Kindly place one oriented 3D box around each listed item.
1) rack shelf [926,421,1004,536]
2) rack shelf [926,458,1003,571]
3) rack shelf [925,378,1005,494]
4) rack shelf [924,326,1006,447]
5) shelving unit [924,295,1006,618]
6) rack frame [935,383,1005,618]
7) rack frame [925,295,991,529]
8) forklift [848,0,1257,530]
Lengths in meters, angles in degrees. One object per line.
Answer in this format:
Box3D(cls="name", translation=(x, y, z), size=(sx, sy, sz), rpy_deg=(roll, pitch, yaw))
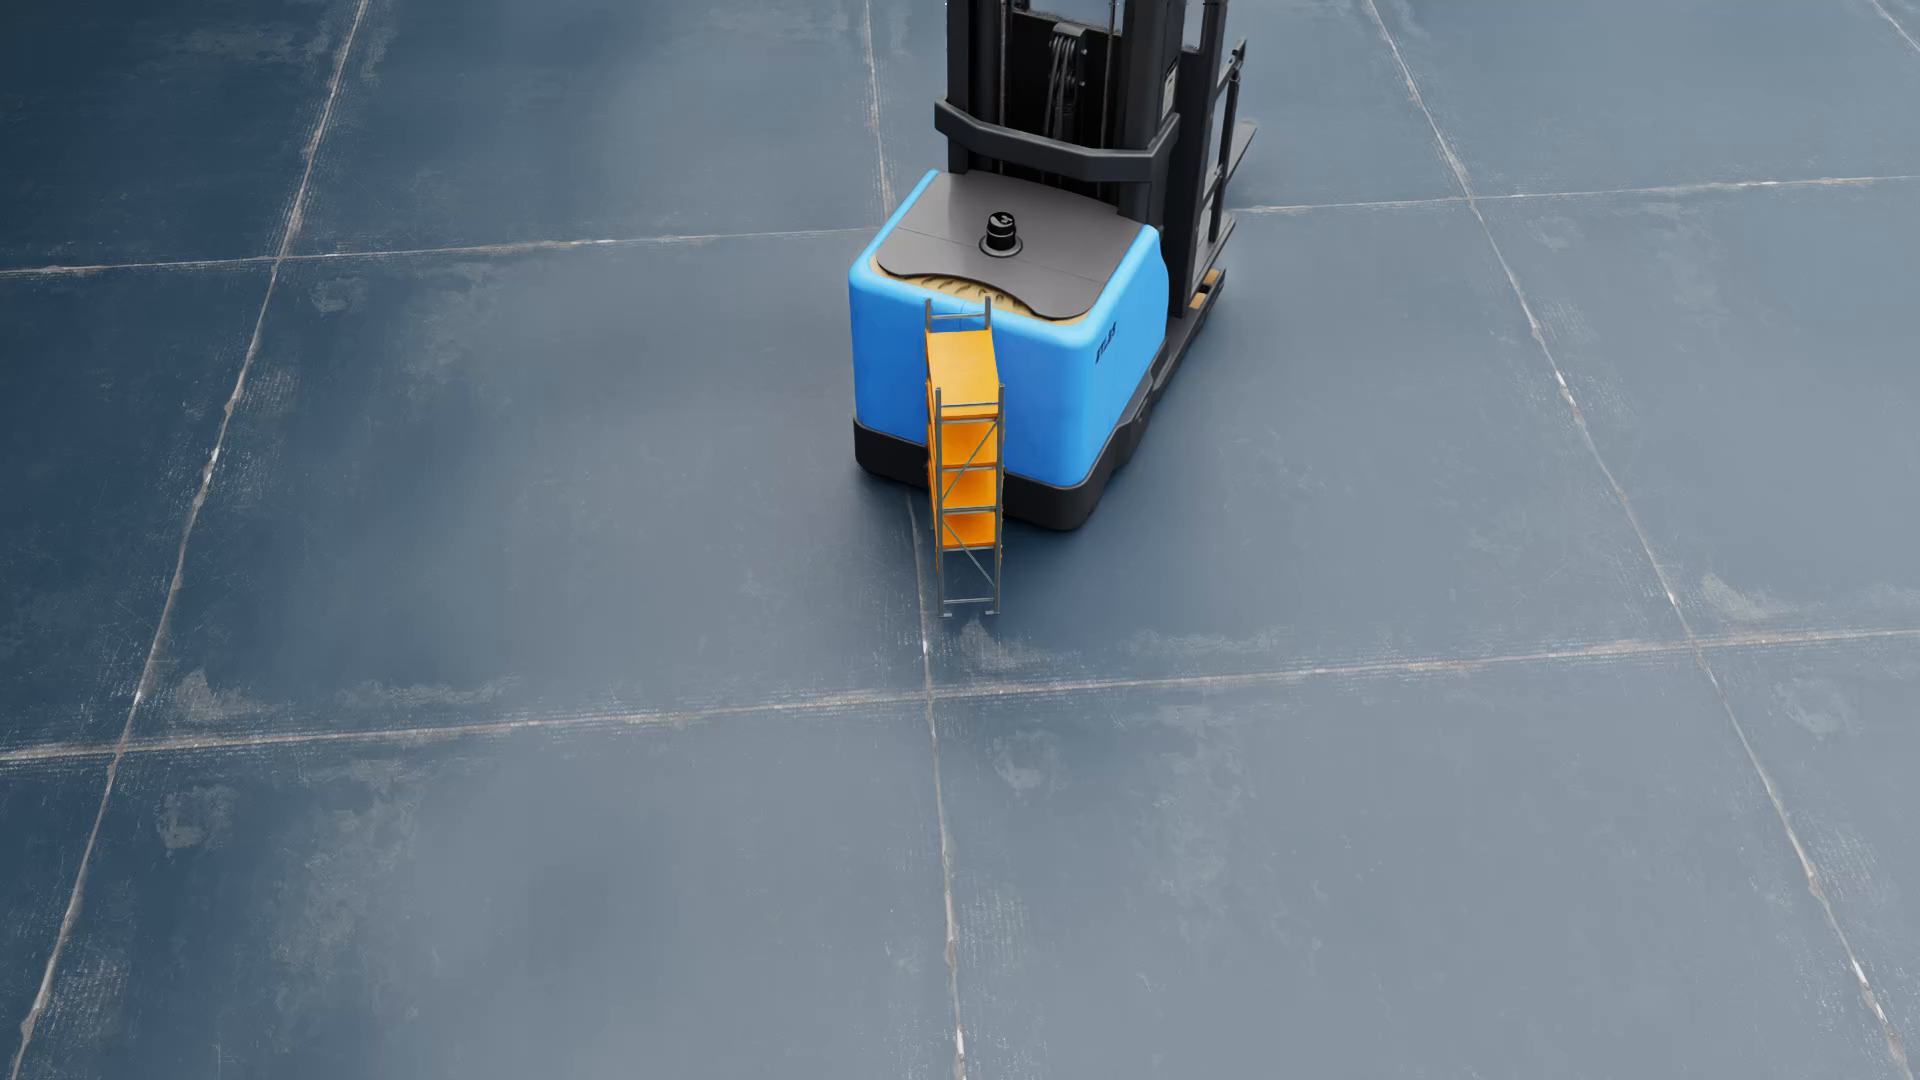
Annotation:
Box3D(cls="rack shelf", translation=(0.014, -0.247, 6.386), size=(0.258, 0.148, 0.480), rpy_deg=(-3, 47, -3))
Box3D(cls="rack shelf", translation=(0.014, -0.110, 6.530), size=(0.258, 0.148, 0.480), rpy_deg=(-3, 47, -3))
Box3D(cls="rack shelf", translation=(0.014, -0.400, 6.224), size=(0.258, 0.148, 0.480), rpy_deg=(-3, 47, -3))
Box3D(cls="rack shelf", translation=(0.014, -0.563, 6.052), size=(0.258, 0.148, 0.480), rpy_deg=(-3, 47, -3))
Box3D(cls="shelving unit", translation=(0.014, -0.293, 6.337), size=(0.258, 1.200, 0.503), rpy_deg=(-3, 47, -3))
Box3D(cls="rack frame", translation=(0.034, -0.116, 6.170), size=(0.240, 1.200, 0.015), rpy_deg=(-3, 47, -3))
Box3D(cls="rack frame", translation=(-0.007, -0.469, 6.505), size=(0.240, 1.200, 0.015), rpy_deg=(-3, 47, -3))
Box3D(cls="forklift", translation=(0.617, -2.130, 6.885), size=(1.130, 2.935, 3.031), rpy_deg=(18, 49, 16))
